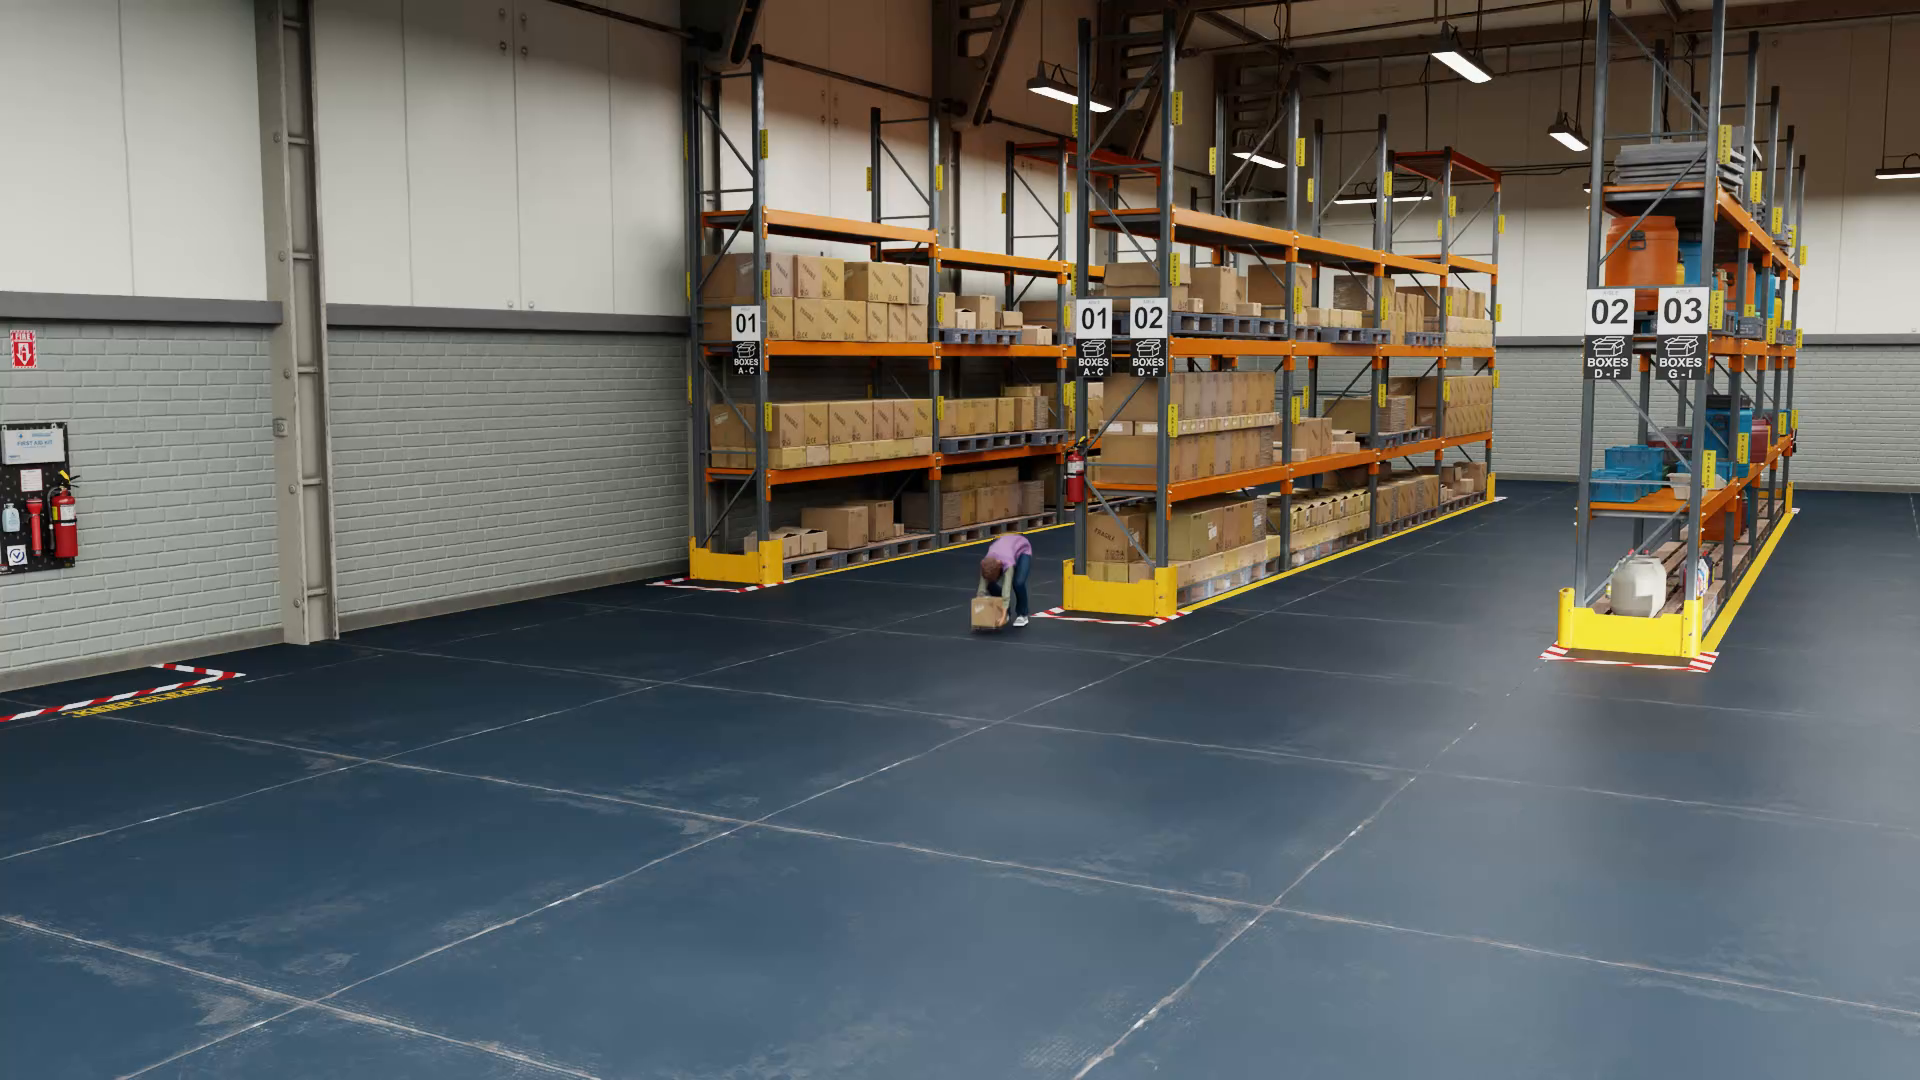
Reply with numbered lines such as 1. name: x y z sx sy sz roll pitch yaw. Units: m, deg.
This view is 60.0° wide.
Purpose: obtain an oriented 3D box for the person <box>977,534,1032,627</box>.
1. person: 0.425 0.424 16.110 0.423 0.850 0.854 3 7 26
